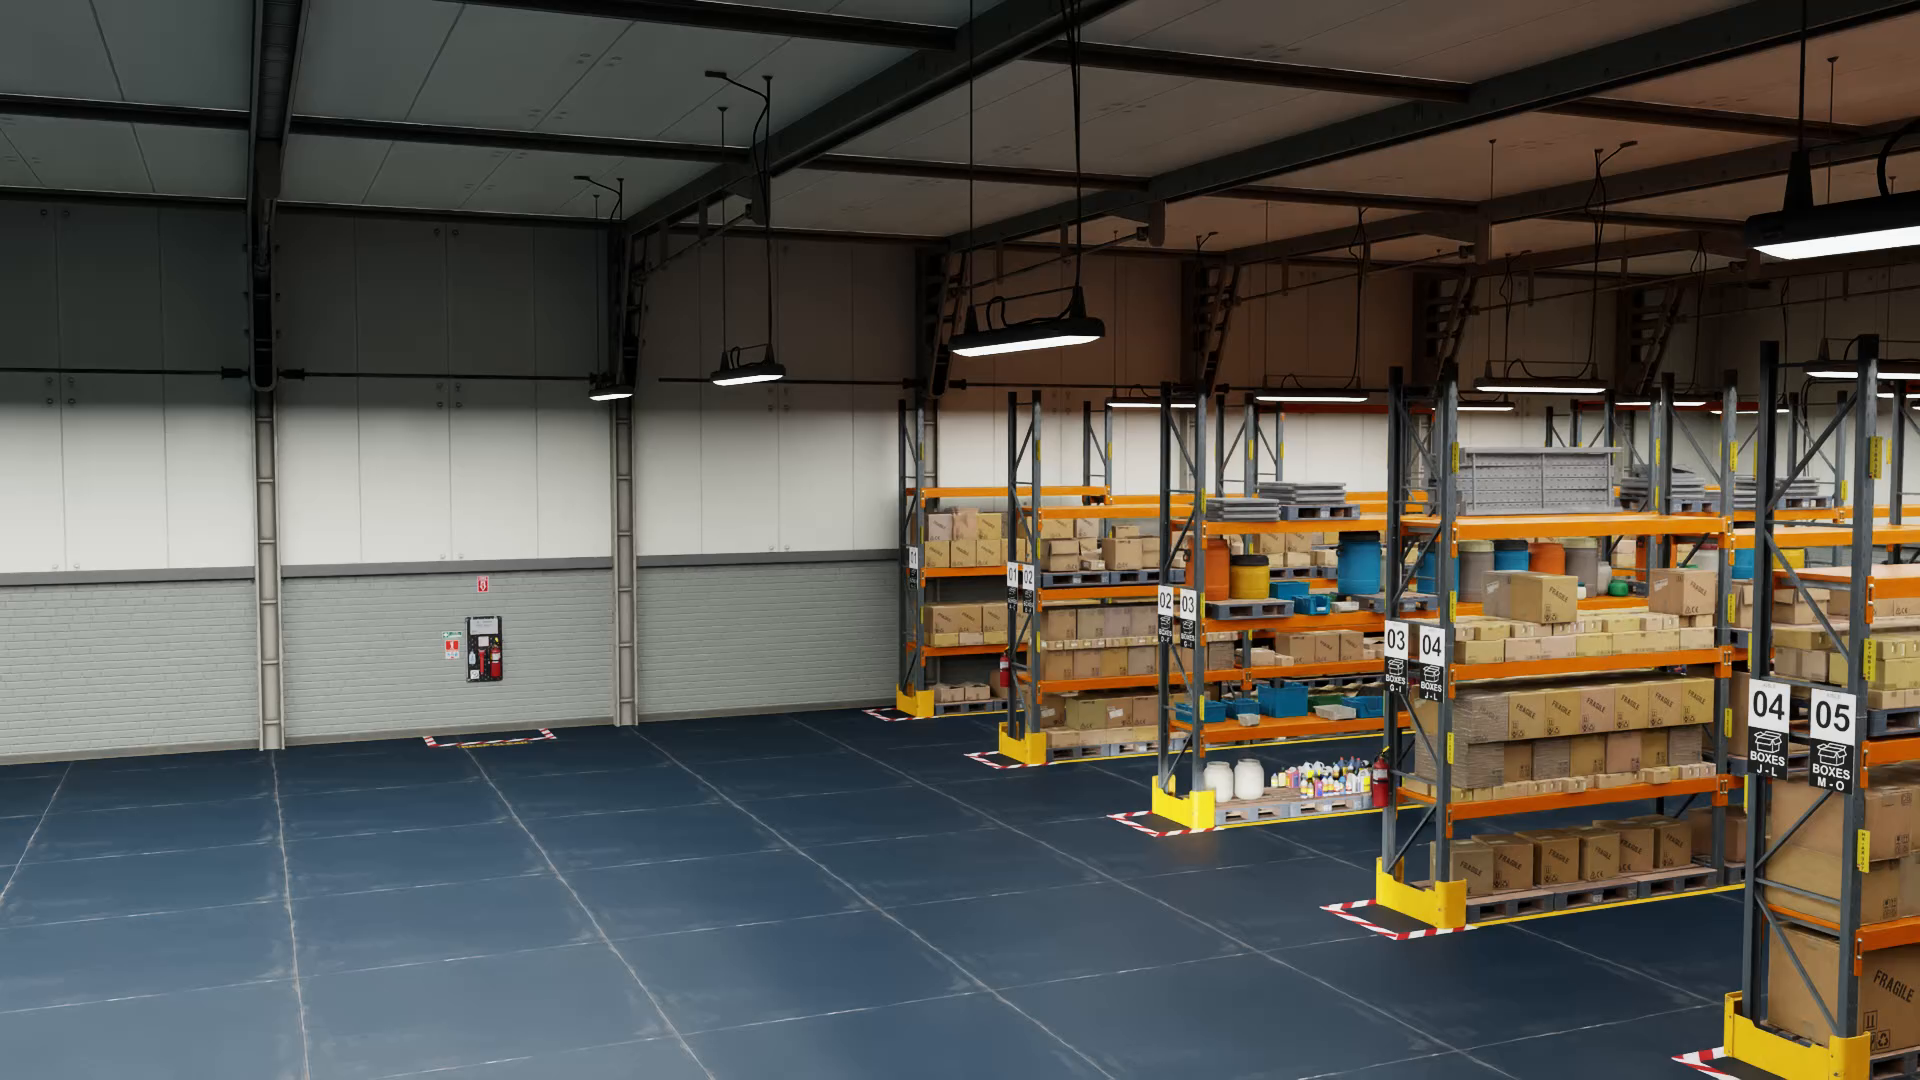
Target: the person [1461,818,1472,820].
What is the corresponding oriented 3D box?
[{"bbox_3d":[6.853,2.956,22.757,0.547,1.767,0.595,-1,4,-18],"label":"person"}]
